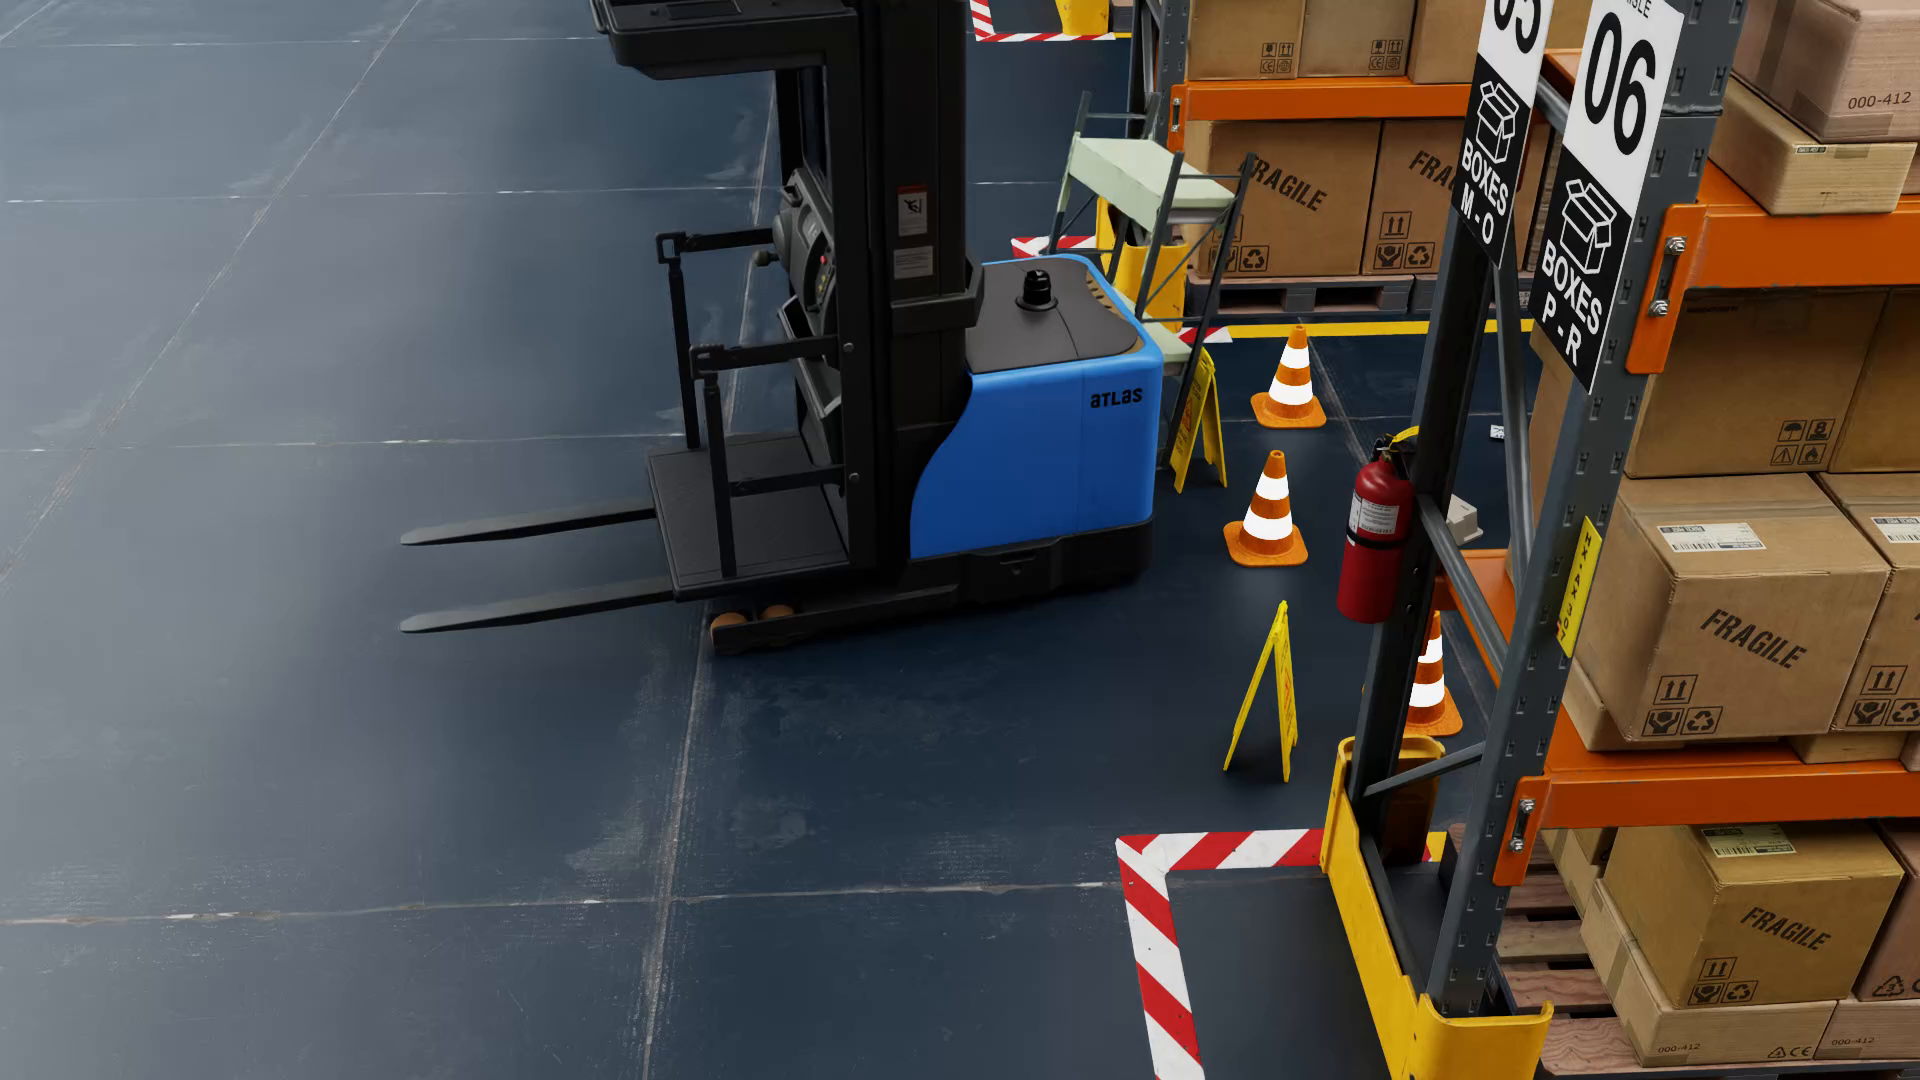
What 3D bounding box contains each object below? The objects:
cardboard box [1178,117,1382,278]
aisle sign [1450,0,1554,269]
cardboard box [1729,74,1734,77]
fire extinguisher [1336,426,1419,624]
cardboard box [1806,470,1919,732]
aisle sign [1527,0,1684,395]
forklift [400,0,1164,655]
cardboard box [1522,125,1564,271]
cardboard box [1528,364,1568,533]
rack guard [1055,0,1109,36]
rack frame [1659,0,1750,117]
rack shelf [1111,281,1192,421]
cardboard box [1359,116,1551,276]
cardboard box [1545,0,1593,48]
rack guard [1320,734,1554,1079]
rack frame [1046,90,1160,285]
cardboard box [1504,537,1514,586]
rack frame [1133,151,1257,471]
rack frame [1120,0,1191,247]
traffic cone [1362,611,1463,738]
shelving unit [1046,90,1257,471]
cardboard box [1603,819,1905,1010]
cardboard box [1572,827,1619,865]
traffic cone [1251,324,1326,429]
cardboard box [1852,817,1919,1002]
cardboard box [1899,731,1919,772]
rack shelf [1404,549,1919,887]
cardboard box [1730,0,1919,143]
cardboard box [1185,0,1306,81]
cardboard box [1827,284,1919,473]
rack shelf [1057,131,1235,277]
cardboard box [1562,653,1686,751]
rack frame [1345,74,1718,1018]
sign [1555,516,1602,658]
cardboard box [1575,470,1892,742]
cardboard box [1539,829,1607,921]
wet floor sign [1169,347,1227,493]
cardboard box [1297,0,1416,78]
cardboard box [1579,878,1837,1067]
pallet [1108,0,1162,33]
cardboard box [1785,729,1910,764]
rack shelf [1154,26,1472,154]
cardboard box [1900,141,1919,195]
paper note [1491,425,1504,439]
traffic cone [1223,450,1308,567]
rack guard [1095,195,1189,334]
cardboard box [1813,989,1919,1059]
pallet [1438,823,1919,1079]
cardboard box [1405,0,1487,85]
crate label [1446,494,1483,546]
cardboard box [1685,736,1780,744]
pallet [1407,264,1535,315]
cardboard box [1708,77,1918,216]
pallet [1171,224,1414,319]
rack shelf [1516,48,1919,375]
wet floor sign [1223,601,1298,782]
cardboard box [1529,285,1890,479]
[{"bbox_3d":[1.687,-2.013,9.020,0.875,0.875,0.875,-1,35,-2],"label":"cardboard box"},{"bbox_3d":[1.272,-1.079,3.889,0.004,0.787,0.394,-2,35,-2],"label":"aisle sign"},{"bbox_3d":[1.691,-1.145,3.854,0.250,0.149,0.380,-1,35,-2],"label":"cardboard box"},{"bbox_3d":[1.211,-0.074,4.789,0.183,0.674,0.296,-2,35,-2],"label":"fire extinguisher"},{"bbox_3d":[2.351,0.119,4.093,0.500,0.500,0.500,-1,35,-1],"label":"cardboard box"},{"bbox_3d":[1.300,-0.738,3.396,0.004,0.787,0.394,-2,35,-2],"label":"aisle sign"},{"bbox_3d":[-0.768,-1.085,6.242,3.031,2.935,1.130,-9,36,-13],"label":"forklift"},{"bbox_3d":[3.476,-2.061,9.090,0.875,0.875,0.875,-1,35,-2],"label":"cardboard box"},{"bbox_3d":[1.877,-0.181,4.527,0.500,0.500,0.500,-2,35,-3],"label":"cardboard box"},{"bbox_3d":[0.954,-4.454,13.247,0.348,0.500,1.175,-2,35,-2],"label":"rack guard"},{"bbox_3d":[1.348,-2.314,2.686,0.127,3.000,1.000,-2,35,-2],"label":"rack frame"},{"bbox_3d":[0.679,-0.856,7.559,0.431,0.370,0.720,-6,35,-29],"label":"rack shelf"},{"bbox_3d":[2.565,-2.038,9.056,0.875,0.875,0.875,-2,35,-3],"label":"cardboard box"},{"bbox_3d":[3.022,-2.764,8.476,0.500,0.550,0.875,-2,35,-2],"label":"cardboard box"},{"bbox_3d":[1.423,1.179,5.107,0.348,0.500,1.175,-2,35,-2],"label":"rack guard"},{"bbox_3d":[0.572,-1.324,7.660,0.400,1.500,0.023,-6,35,-29],"label":"rack frame"},{"bbox_3d":[1.711,0.125,4.654,0.250,0.149,0.380,0,35,-1],"label":"cardboard box"},{"bbox_3d":[0.905,-0.941,7.132,0.400,1.500,0.023,-6,35,-29],"label":"rack frame"},{"bbox_3d":[1.012,-2.658,8.455,0.127,3.000,1.000,-2,35,-2],"label":"rack frame"},{"bbox_3d":[1.716,0.452,6.191,0.334,0.463,0.336,-2,35,-2],"label":"traffic cone"},{"bbox_3d":[0.739,-1.132,7.396,0.431,1.500,0.755,-6,35,-29],"label":"shelving unit"},{"bbox_3d":[2.190,0.937,4.648,0.500,0.500,0.500,-3,35,-4],"label":"cardboard box"},{"bbox_3d":[2.136,0.633,5.088,0.500,0.500,0.500,-1,35,-2],"label":"cardboard box"},{"bbox_3d":[1.610,-0.822,8.031,0.334,0.463,0.336,-2,35,-2],"label":"traffic cone"},{"bbox_3d":[2.712,0.921,4.672,0.500,0.500,0.500,-3,35,-4],"label":"cardboard box"},{"bbox_3d":[2.473,0.408,4.245,0.250,0.149,0.380,-1,35,-1],"label":"cardboard box"},{"bbox_3d":[3.345,0.395,4.675,4.000,0.370,1.077,-2,35,-2],"label":"rack shelf"},{"bbox_3d":[1.862,-1.003,3.298,0.500,0.250,0.500,-2,35,-3],"label":"cardboard box"},{"bbox_3d":[1.381,-2.755,8.464,0.550,0.550,0.875,-2,35,-2],"label":"cardboard box"},{"bbox_3d":[2.353,-0.569,4.208,0.500,0.500,0.700,-1,35,-2],"label":"cardboard box"},{"bbox_3d":[0.810,-1.463,7.201,0.431,0.370,0.720,-6,35,-29],"label":"rack shelf"},{"bbox_3d":[1.697,0.365,4.307,0.250,0.149,0.380,-1,35,-2],"label":"cardboard box"},{"bbox_3d":[1.348,0.153,4.393,0.127,3.000,1.000,-2,35,-2],"label":"rack frame"},{"bbox_3d":[1.373,0.106,3.701,0.005,0.325,0.100,-2,35,-2],"label":"sign"},{"bbox_3d":[1.834,0.135,4.070,0.500,0.500,0.500,-2,35,-3],"label":"cardboard box"},{"bbox_3d":[2.166,0.936,5.309,0.500,0.250,0.500,-2,35,-2],"label":"cardboard box"},{"bbox_3d":[1.077,-0.563,7.497,0.232,0.644,0.267,-7,35,-10],"label":"wet floor sign"},{"bbox_3d":[1.929,-2.782,8.503,0.550,0.550,0.875,-2,35,-2],"label":"cardboard box"},{"bbox_3d":[2.166,1.247,4.860,0.500,0.250,0.500,-2,35,-3],"label":"cardboard box"},{"bbox_3d":[1.768,-4.337,13.332,1.213,0.211,1.003,-2,35,-2],"label":"pallet"},{"bbox_3d":[2.217,0.389,4.273,0.250,0.149,0.380,-3,35,-4],"label":"cardboard box"},{"bbox_3d":[3.010,-2.416,8.737,4.000,0.370,1.077,-2,35,-2],"label":"rack shelf"},{"bbox_3d":[1.952,-0.859,3.441,0.250,0.149,0.380,-3,35,-4],"label":"cardboard box"},{"bbox_3d":[2.617,-0.512,7.965,0.142,0.017,0.144,10,36,14],"label":"paper note"},{"bbox_3d":[1.324,-0.170,7.089,0.334,0.463,0.336,-2,35,-2],"label":"traffic cone"},{"bbox_3d":[0.988,-1.629,9.165,0.348,0.500,1.175,-2,35,-2],"label":"rack guard"},{"bbox_3d":[2.677,1.237,4.874,0.500,0.250,0.500,0,35,-1],"label":"cardboard box"},{"bbox_3d":[2.237,1.296,5.192,1.213,0.211,1.003,-2,35,-2],"label":"pallet"},{"bbox_3d":[2.494,-2.726,8.422,0.550,0.550,0.875,-2,35,-2],"label":"cardboard box"},{"bbox_3d":[2.106,-0.093,7.264,0.298,0.136,0.250,-20,39,-26],"label":"crate label"},{"bbox_3d":[1.948,0.350,4.329,0.250,0.149,0.380,-1,35,-2],"label":"cardboard box"},{"bbox_3d":[3.023,-1.608,9.389,1.213,0.211,1.003,-2,35,-2],"label":"pallet"},{"bbox_3d":[1.694,-0.801,3.357,0.250,0.149,0.380,-2,35,-2],"label":"cardboard box"},{"bbox_3d":[1.807,-1.577,9.344,1.213,0.211,1.003,-2,35,-2],"label":"pallet"},{"bbox_3d":[3.345,-0.838,3.822,4.000,0.370,1.077,-2,35,-2],"label":"rack shelf"},{"bbox_3d":[1.107,0.518,5.934,0.232,0.644,0.267,10,36,14],"label":"wet floor sign"},{"bbox_3d":[1.848,-0.559,4.194,0.500,0.500,0.700,-2,35,-3],"label":"cardboard box"}]
